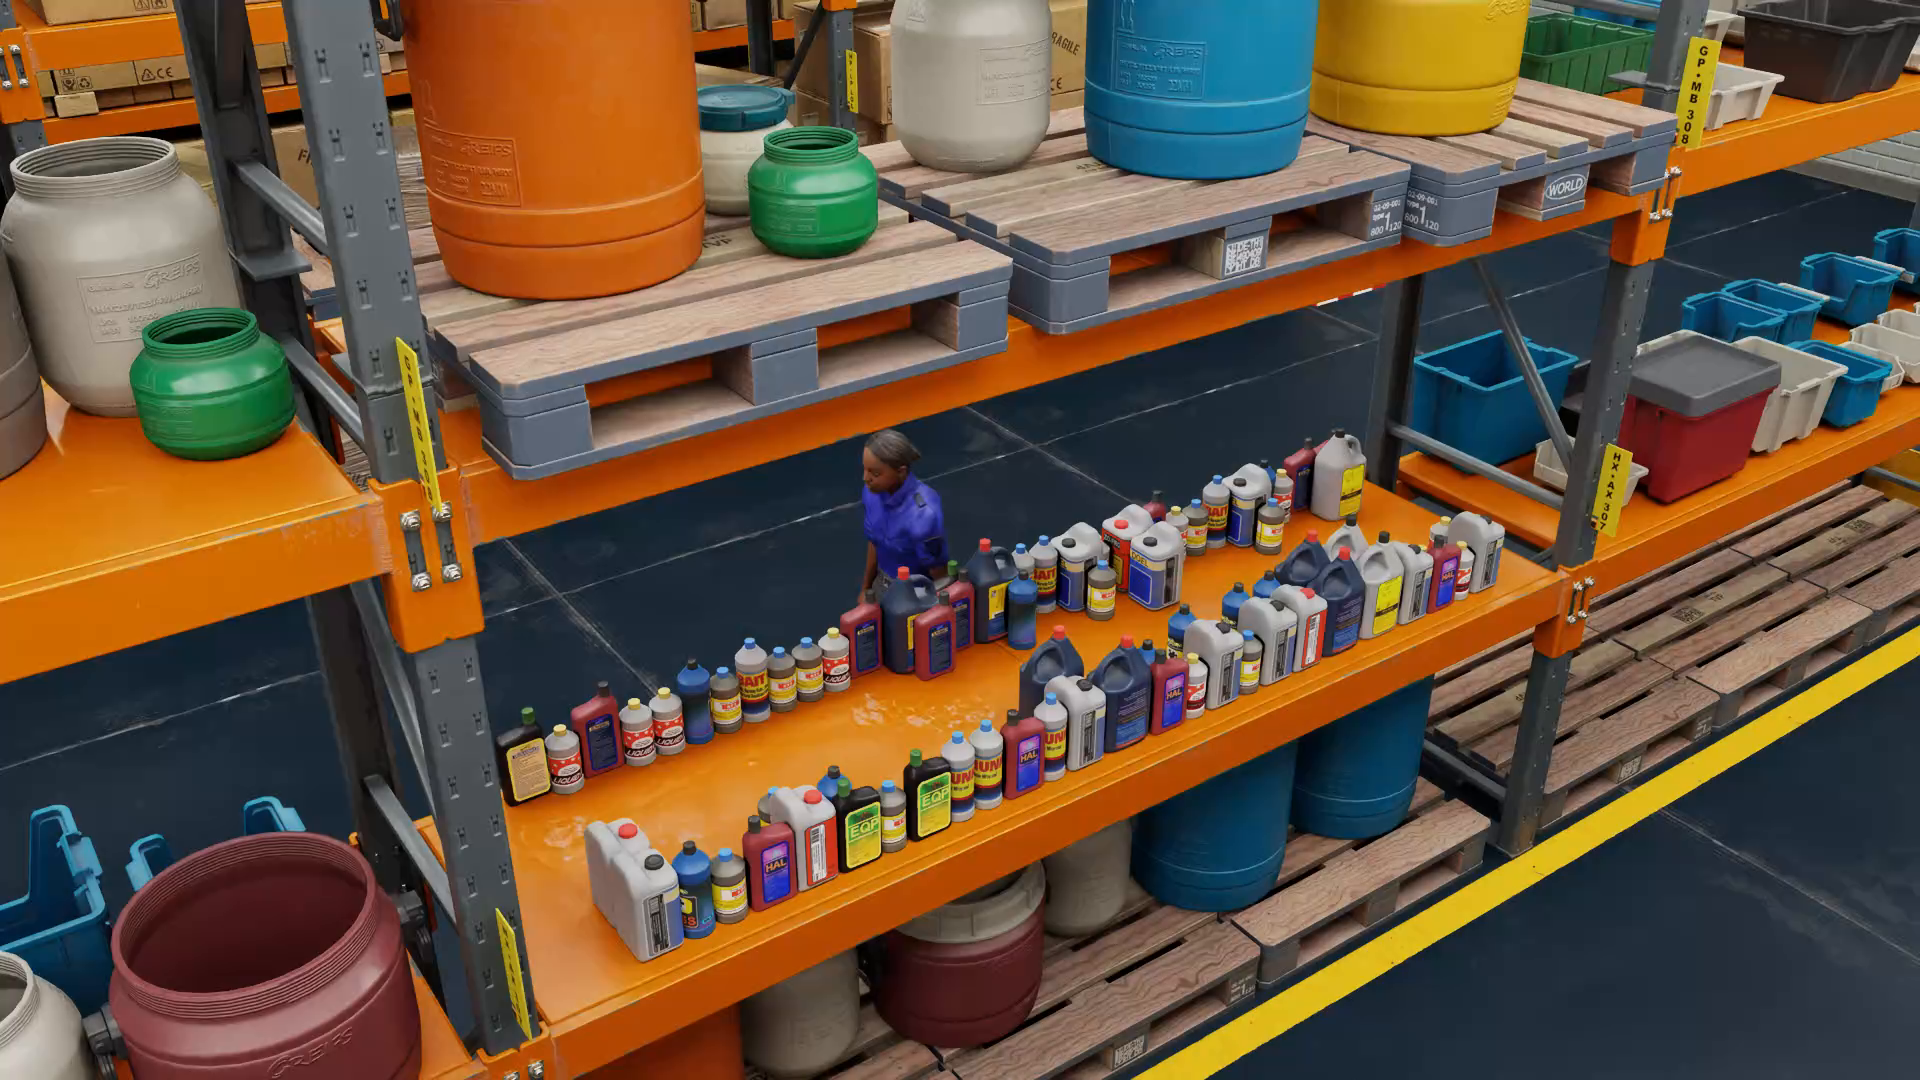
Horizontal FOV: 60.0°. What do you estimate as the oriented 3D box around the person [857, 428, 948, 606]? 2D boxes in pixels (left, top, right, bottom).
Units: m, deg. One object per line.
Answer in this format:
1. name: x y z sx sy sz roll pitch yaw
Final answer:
1. person: -0.235 0.284 6.613 0.353 1.654 0.517 -20 34 -32
